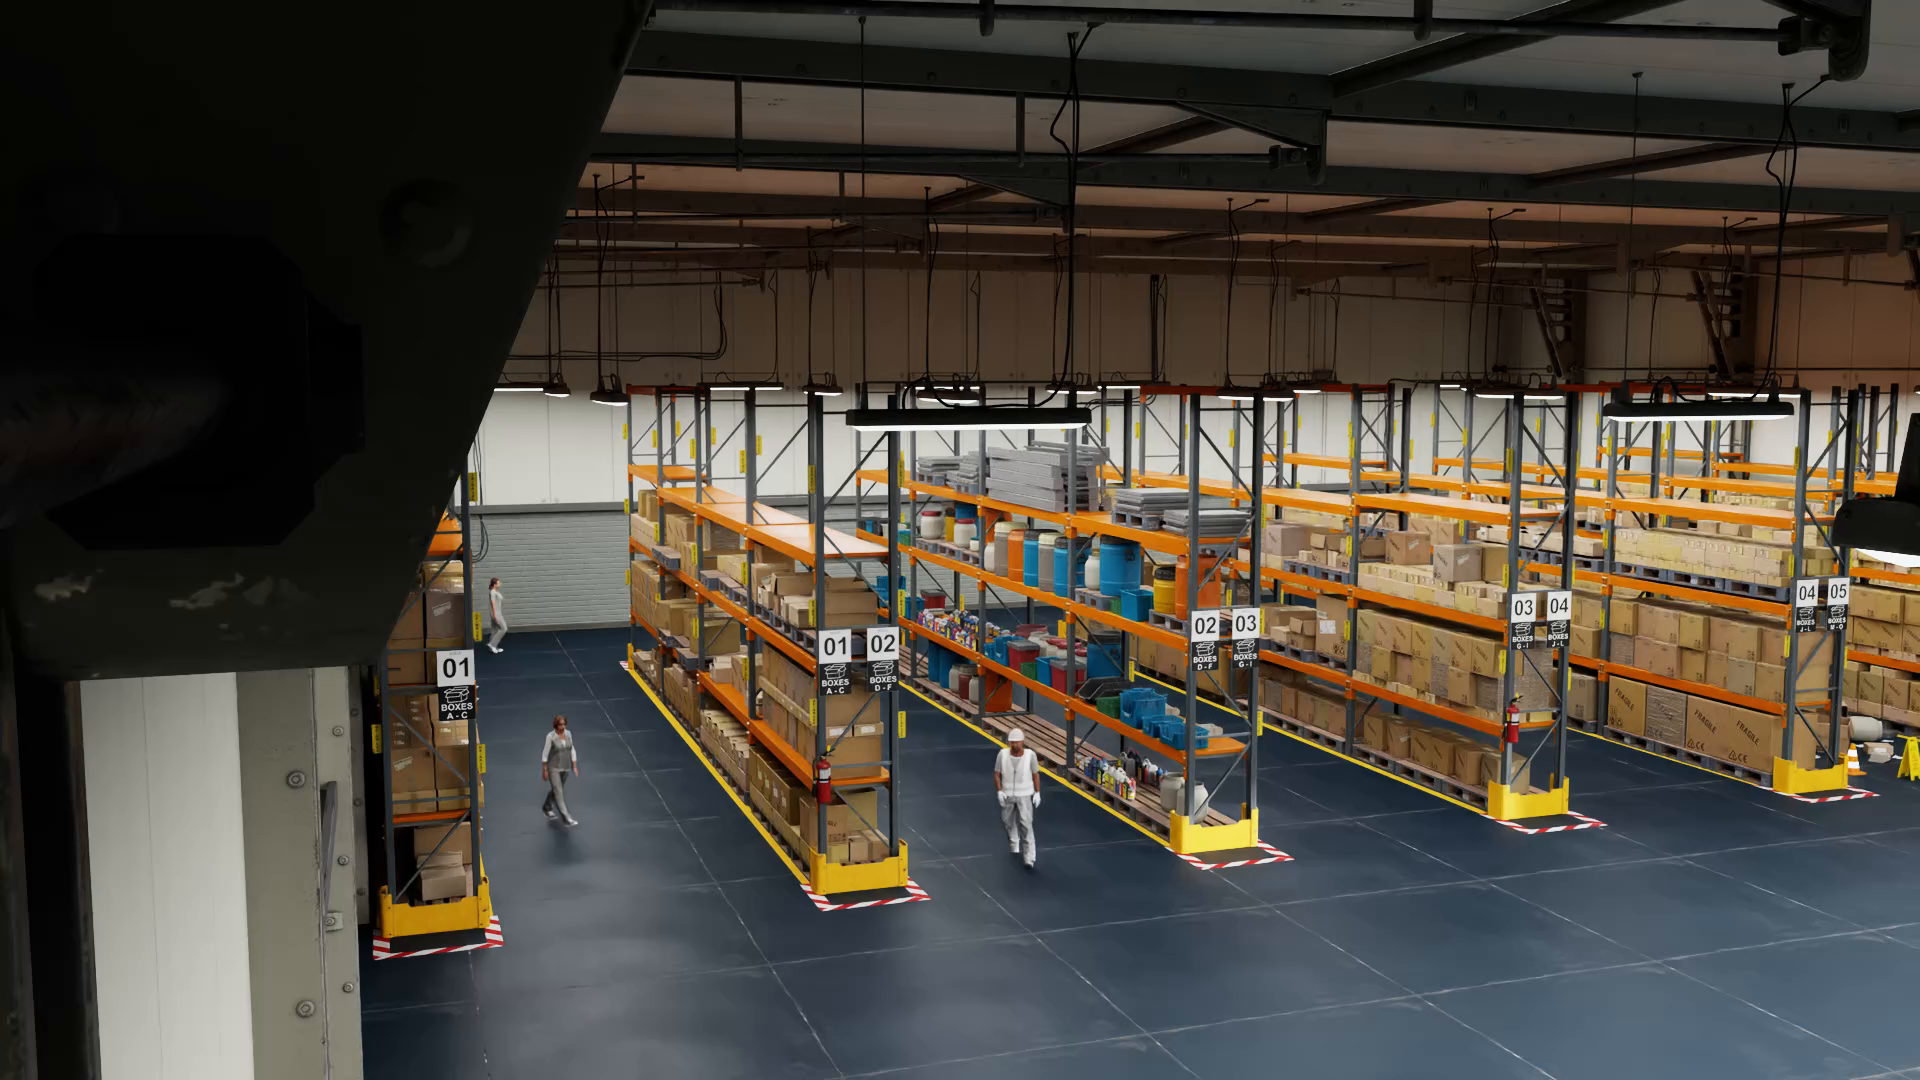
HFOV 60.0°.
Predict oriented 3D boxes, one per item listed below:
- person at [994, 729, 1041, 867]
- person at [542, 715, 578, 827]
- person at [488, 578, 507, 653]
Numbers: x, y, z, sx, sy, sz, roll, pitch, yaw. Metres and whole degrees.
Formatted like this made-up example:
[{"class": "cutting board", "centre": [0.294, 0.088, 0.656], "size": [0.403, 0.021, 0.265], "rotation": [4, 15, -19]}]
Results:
[{"class": "person", "centre": [0.743, 3.284, 21.351], "size": [0.615, 1.747, 0.850], "rotation": [2, 6, 18]}, {"class": "person", "centre": [-5.505, 3.174, 22.975], "size": [1.021, 1.532, 0.430], "rotation": [5, 7, 38]}, {"class": "person", "centre": [-10.297, 1.671, 36.979], "size": [0.420, 1.670, 0.476], "rotation": [-2, 6, -16]}]
